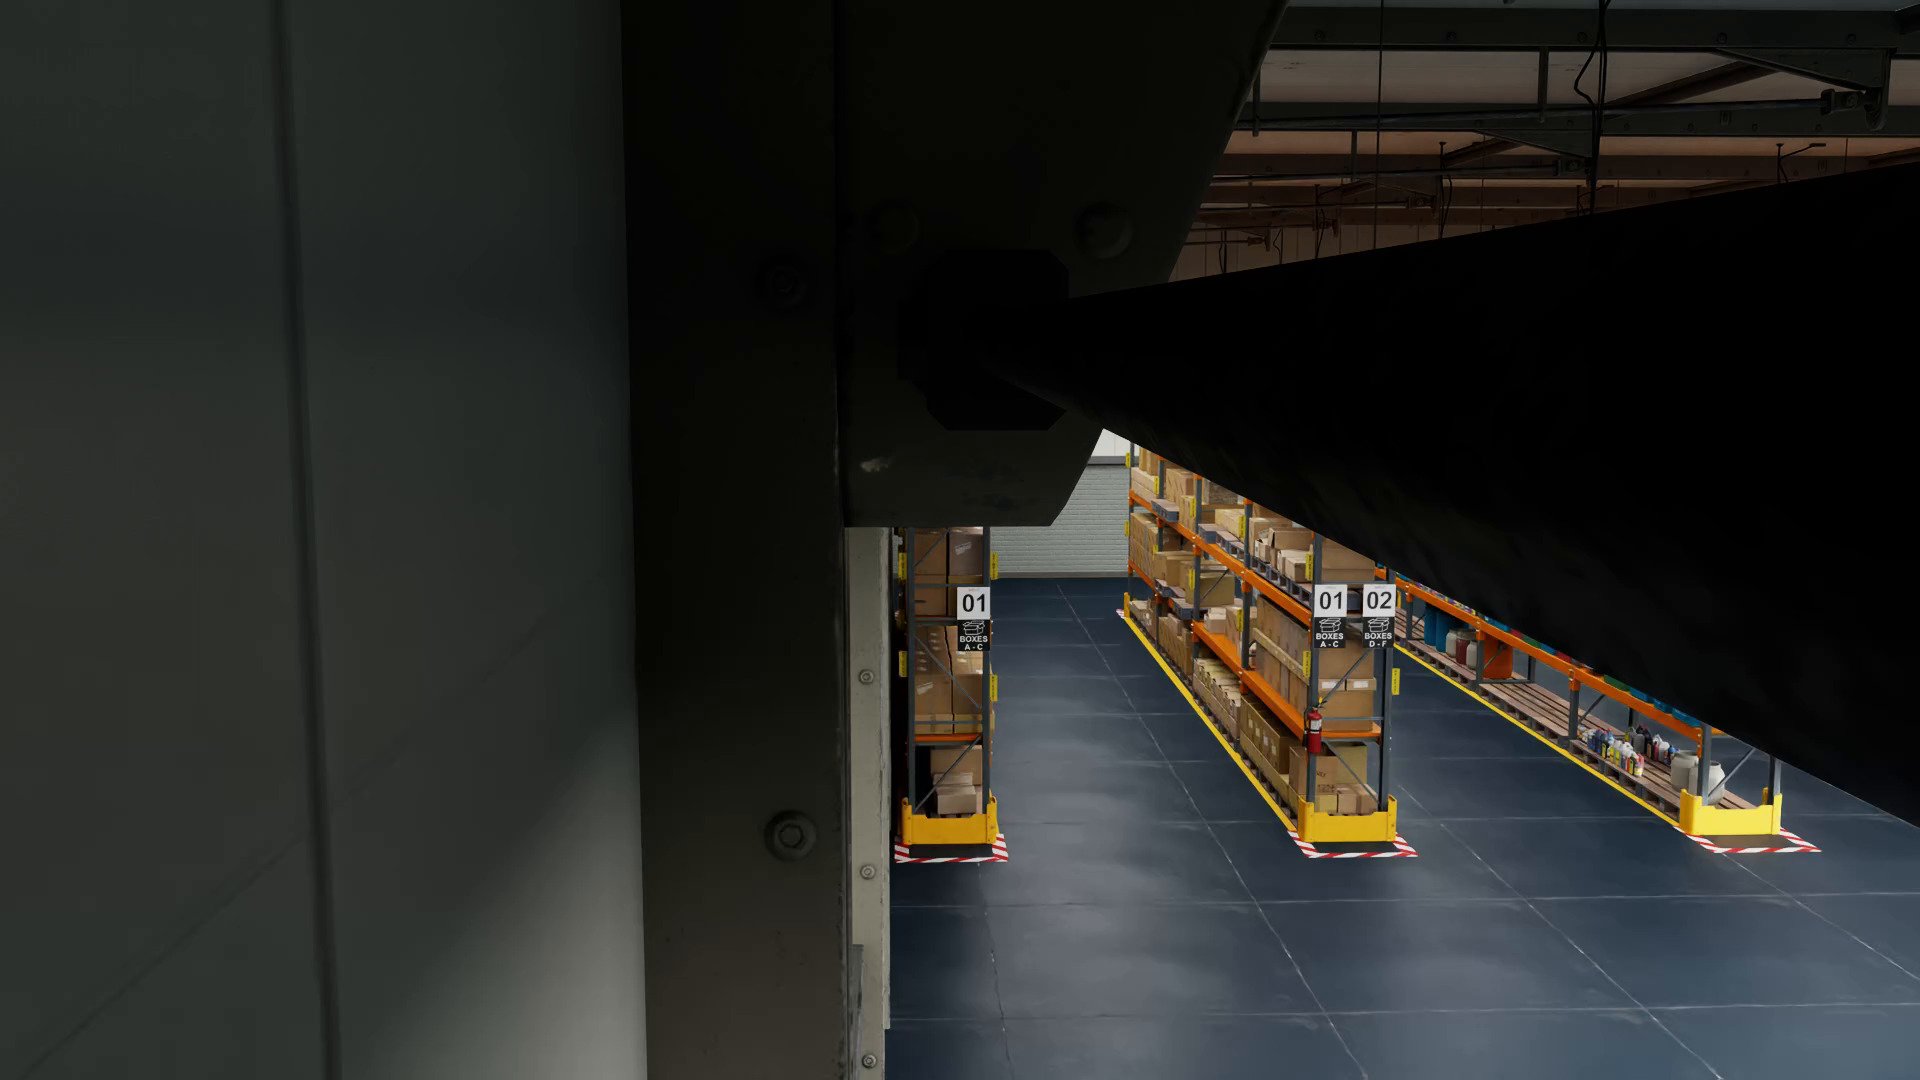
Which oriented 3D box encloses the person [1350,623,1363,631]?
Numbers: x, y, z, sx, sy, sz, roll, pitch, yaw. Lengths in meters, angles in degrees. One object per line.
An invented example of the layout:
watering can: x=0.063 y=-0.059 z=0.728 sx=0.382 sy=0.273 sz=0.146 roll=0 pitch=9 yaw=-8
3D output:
person: x=7.537 y=1.527 z=31.078 sx=0.442 sy=1.623 sz=1.034 roll=-1 pitch=7 yaw=-5

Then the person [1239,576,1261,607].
person: x=6.358 y=0.858 z=36.286 sx=0.694 sy=1.685 sz=0.643 roll=1 pitch=7 yaw=6
